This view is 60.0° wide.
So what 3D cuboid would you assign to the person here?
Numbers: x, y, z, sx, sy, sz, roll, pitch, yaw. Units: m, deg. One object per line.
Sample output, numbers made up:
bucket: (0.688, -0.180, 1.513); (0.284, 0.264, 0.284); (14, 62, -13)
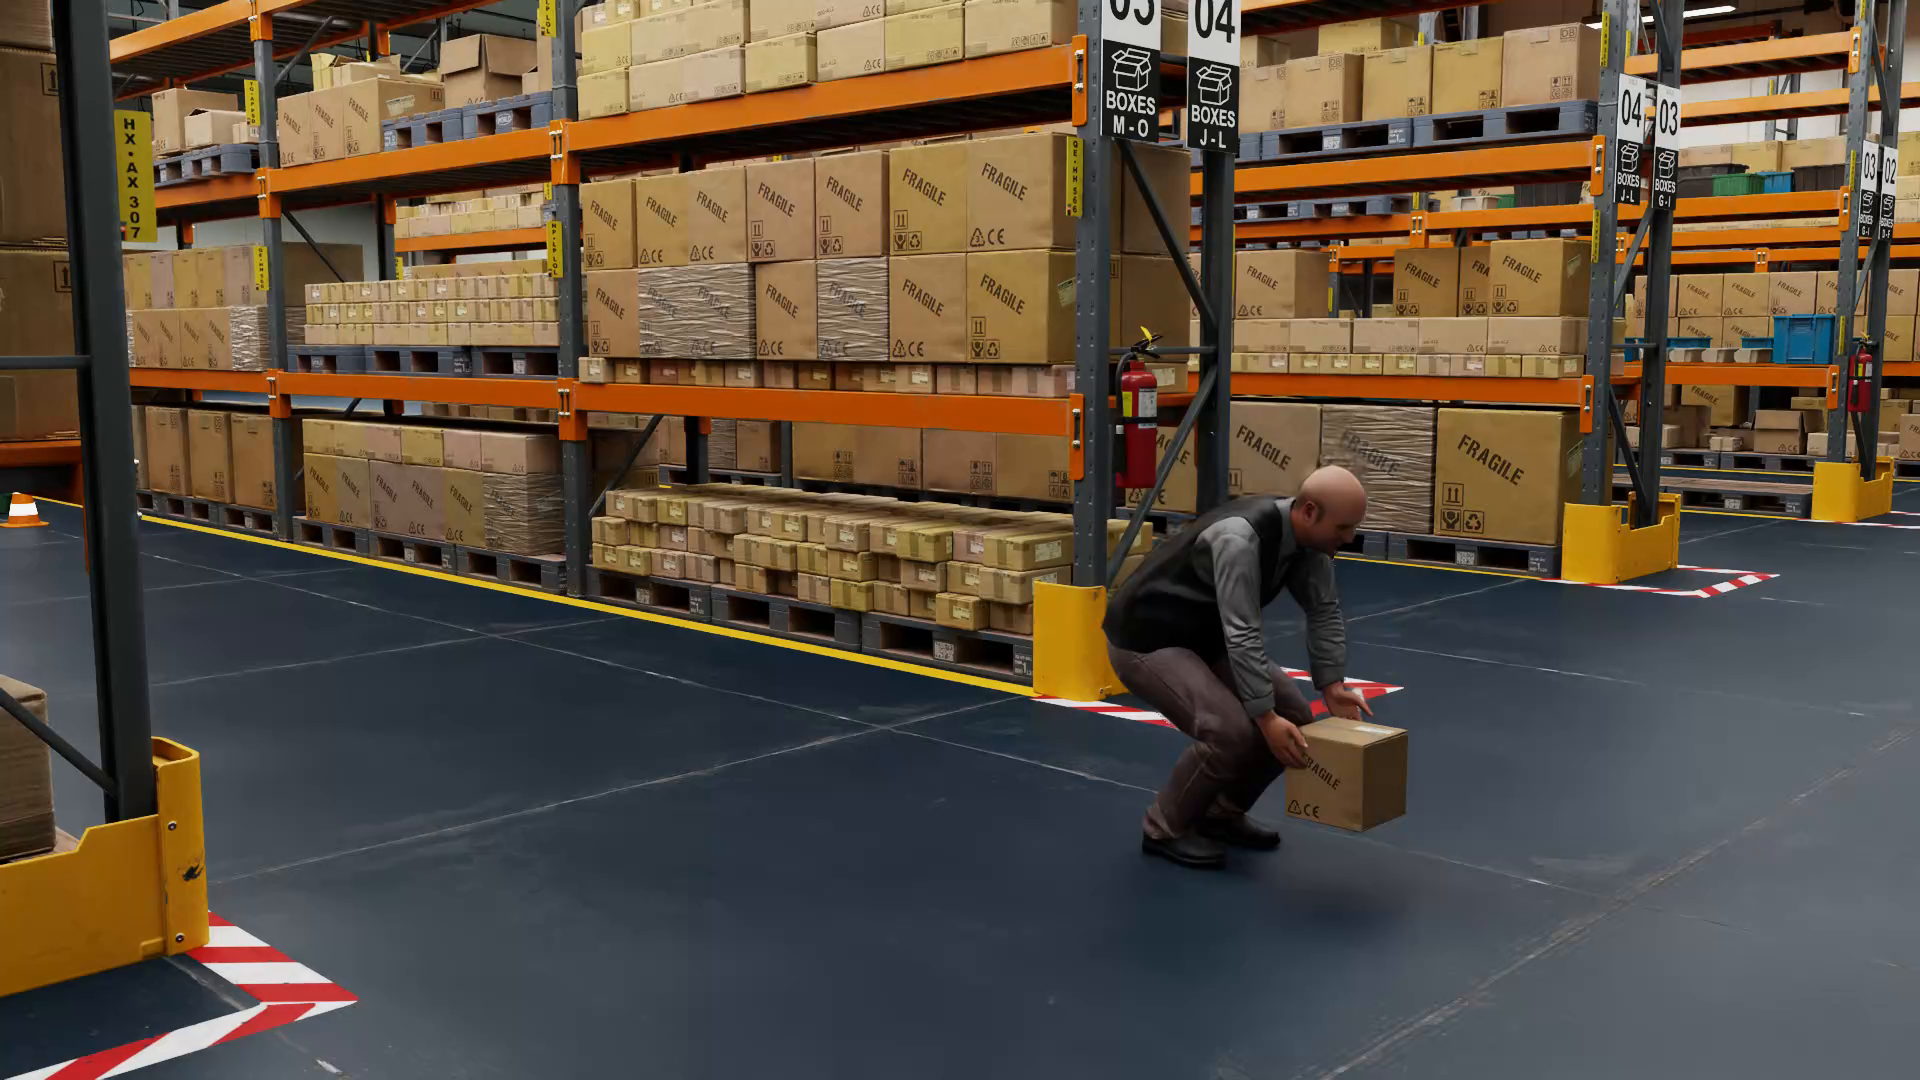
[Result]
person: (0.848, 0.360, 5.055); (0.798, 1.205, 0.579); (7, 10, 43)
